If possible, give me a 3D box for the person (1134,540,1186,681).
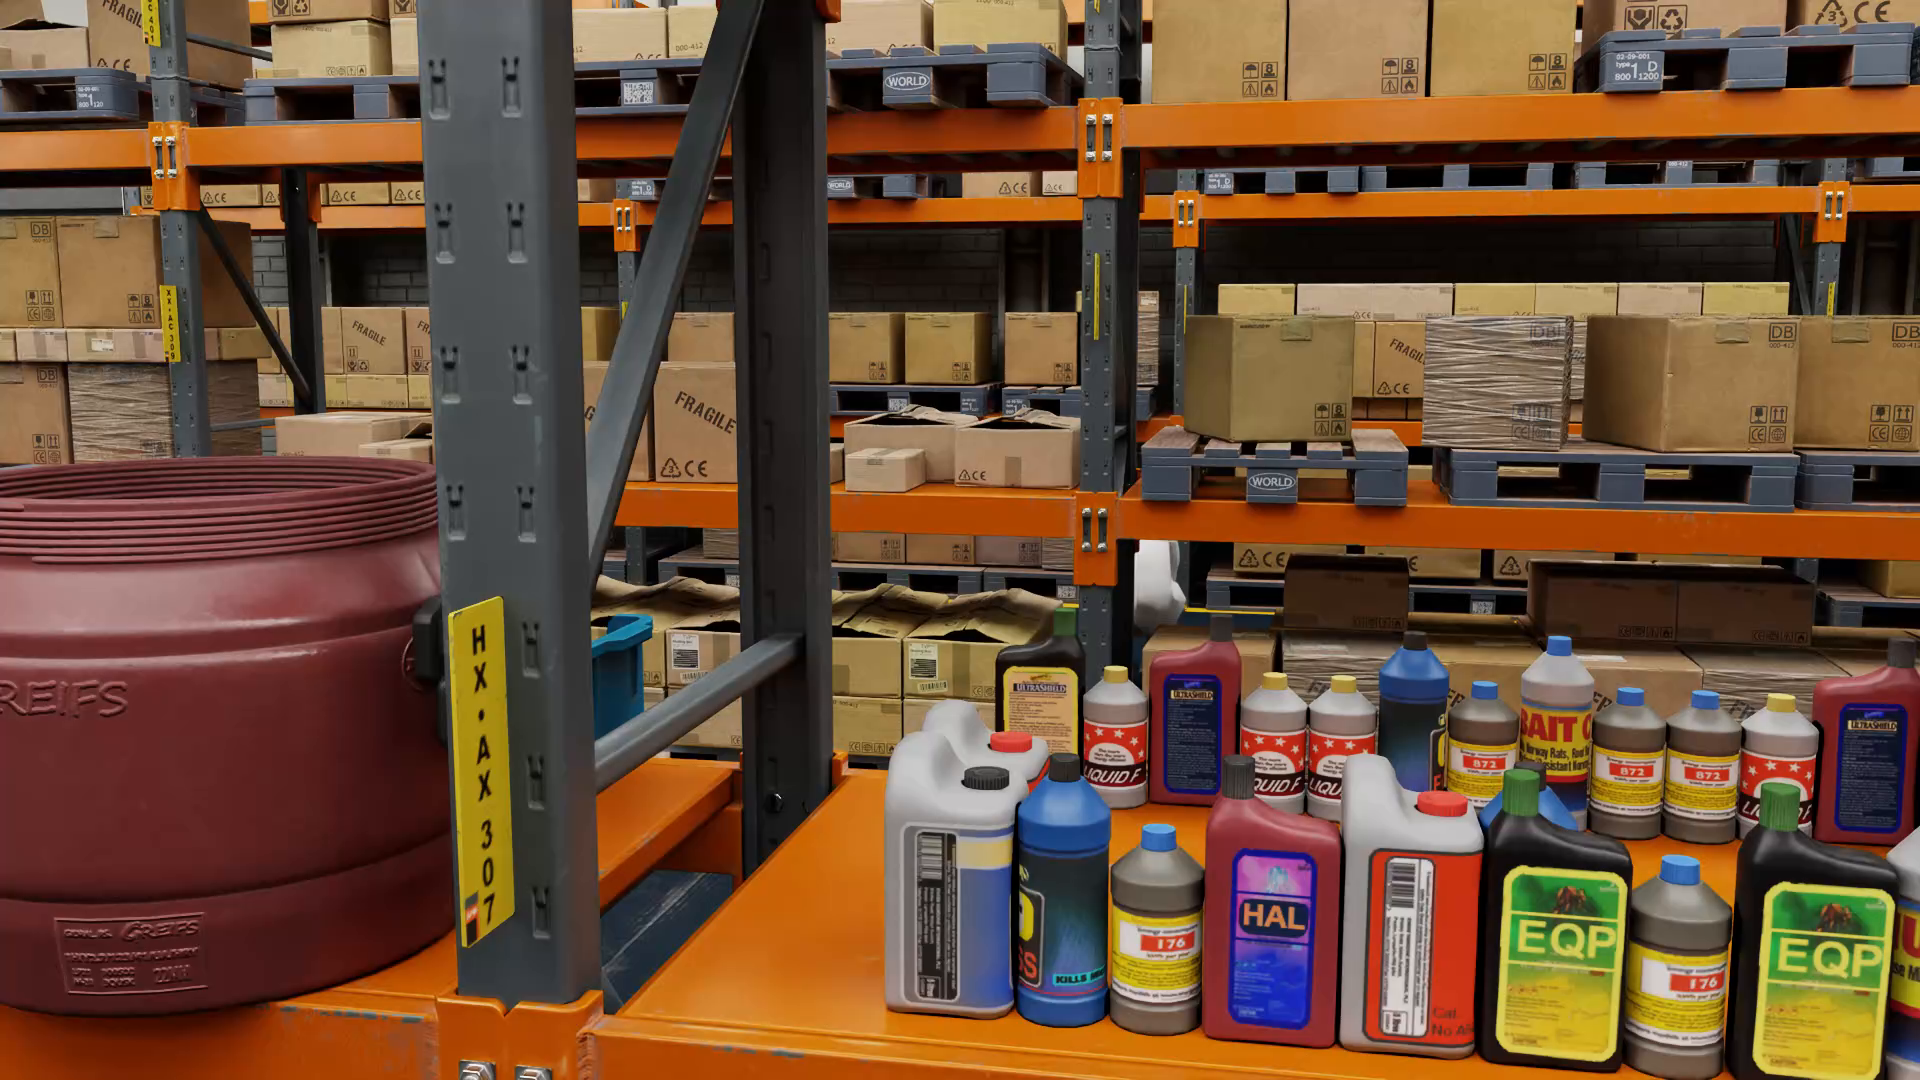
[{"bbox_3d":[0.957,0.298,9.161,0.580,0.976,0.947,1,8,10],"label":"person"}]
